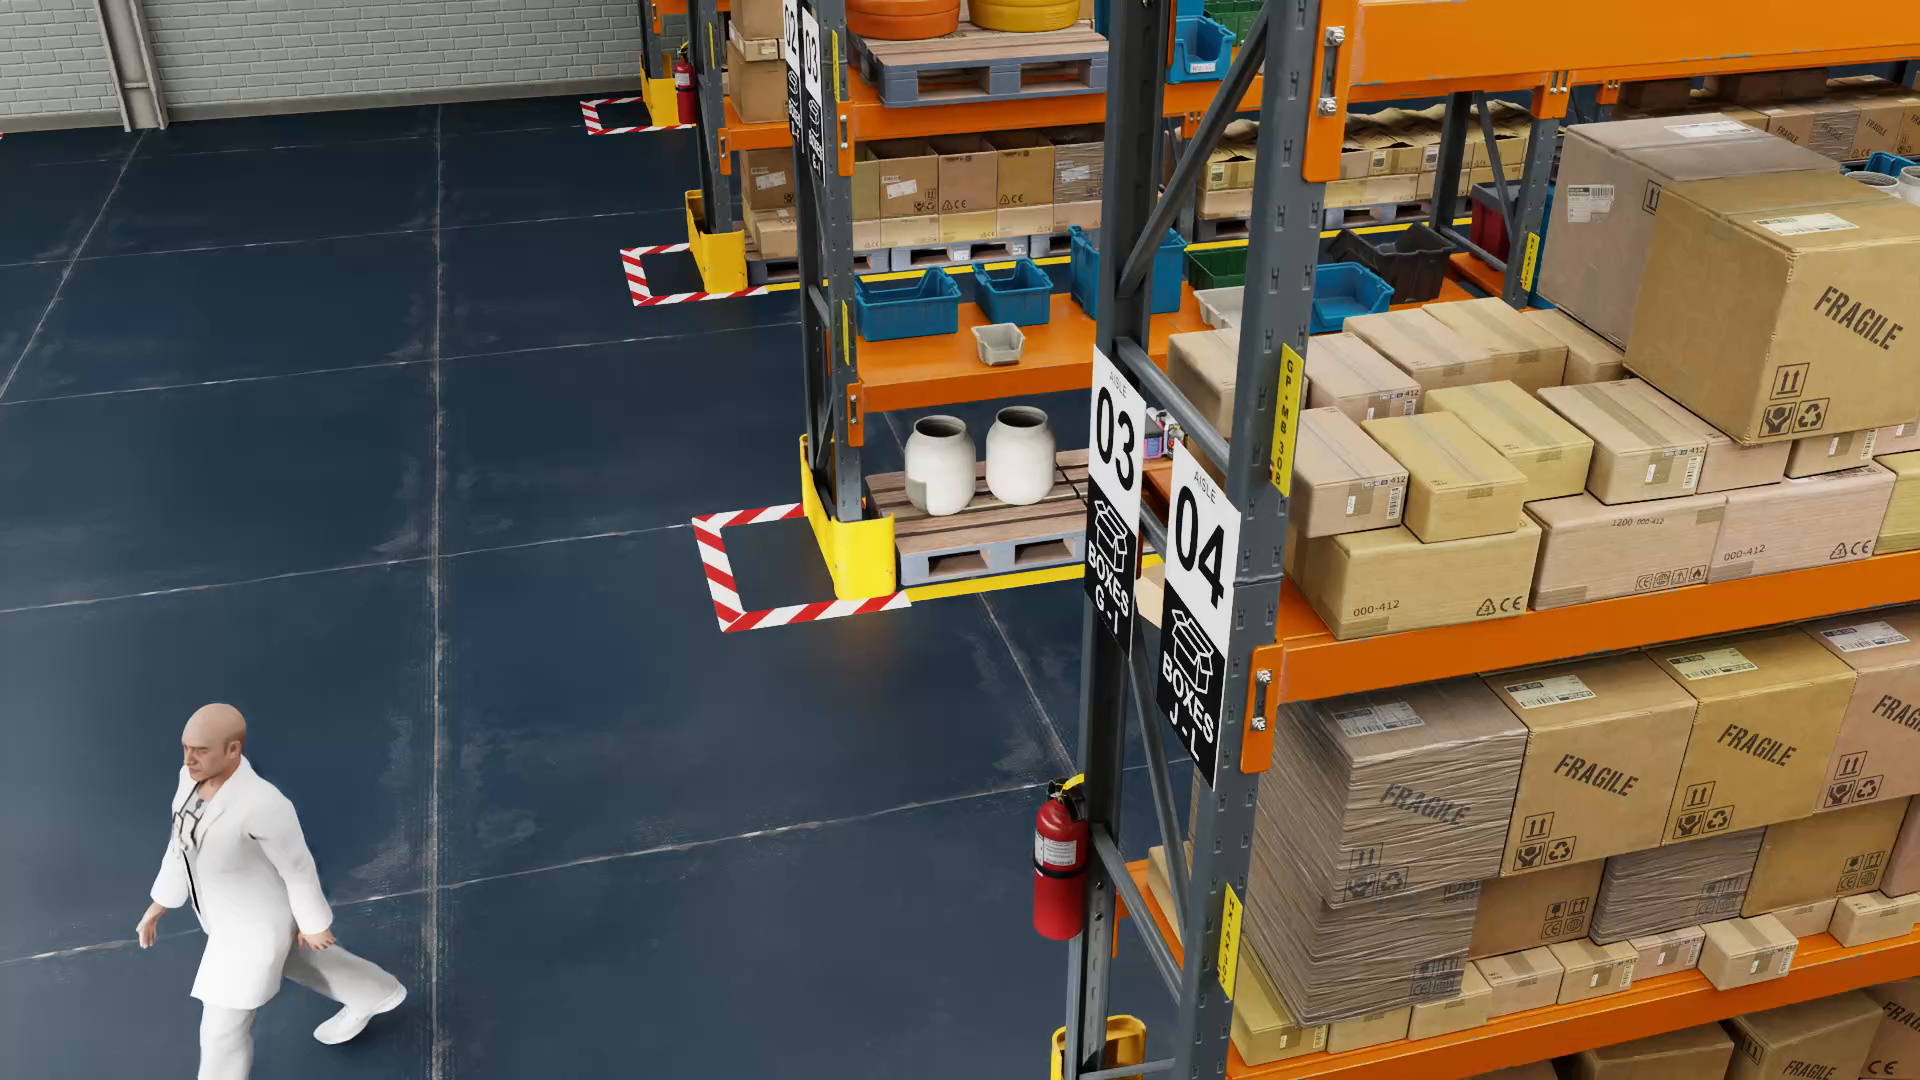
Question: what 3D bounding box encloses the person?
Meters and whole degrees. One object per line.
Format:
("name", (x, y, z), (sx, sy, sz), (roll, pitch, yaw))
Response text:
("person", (-2.589, 1.341, 5.923), (1.118, 1.726, 0.563), (-26, 39, -37))
